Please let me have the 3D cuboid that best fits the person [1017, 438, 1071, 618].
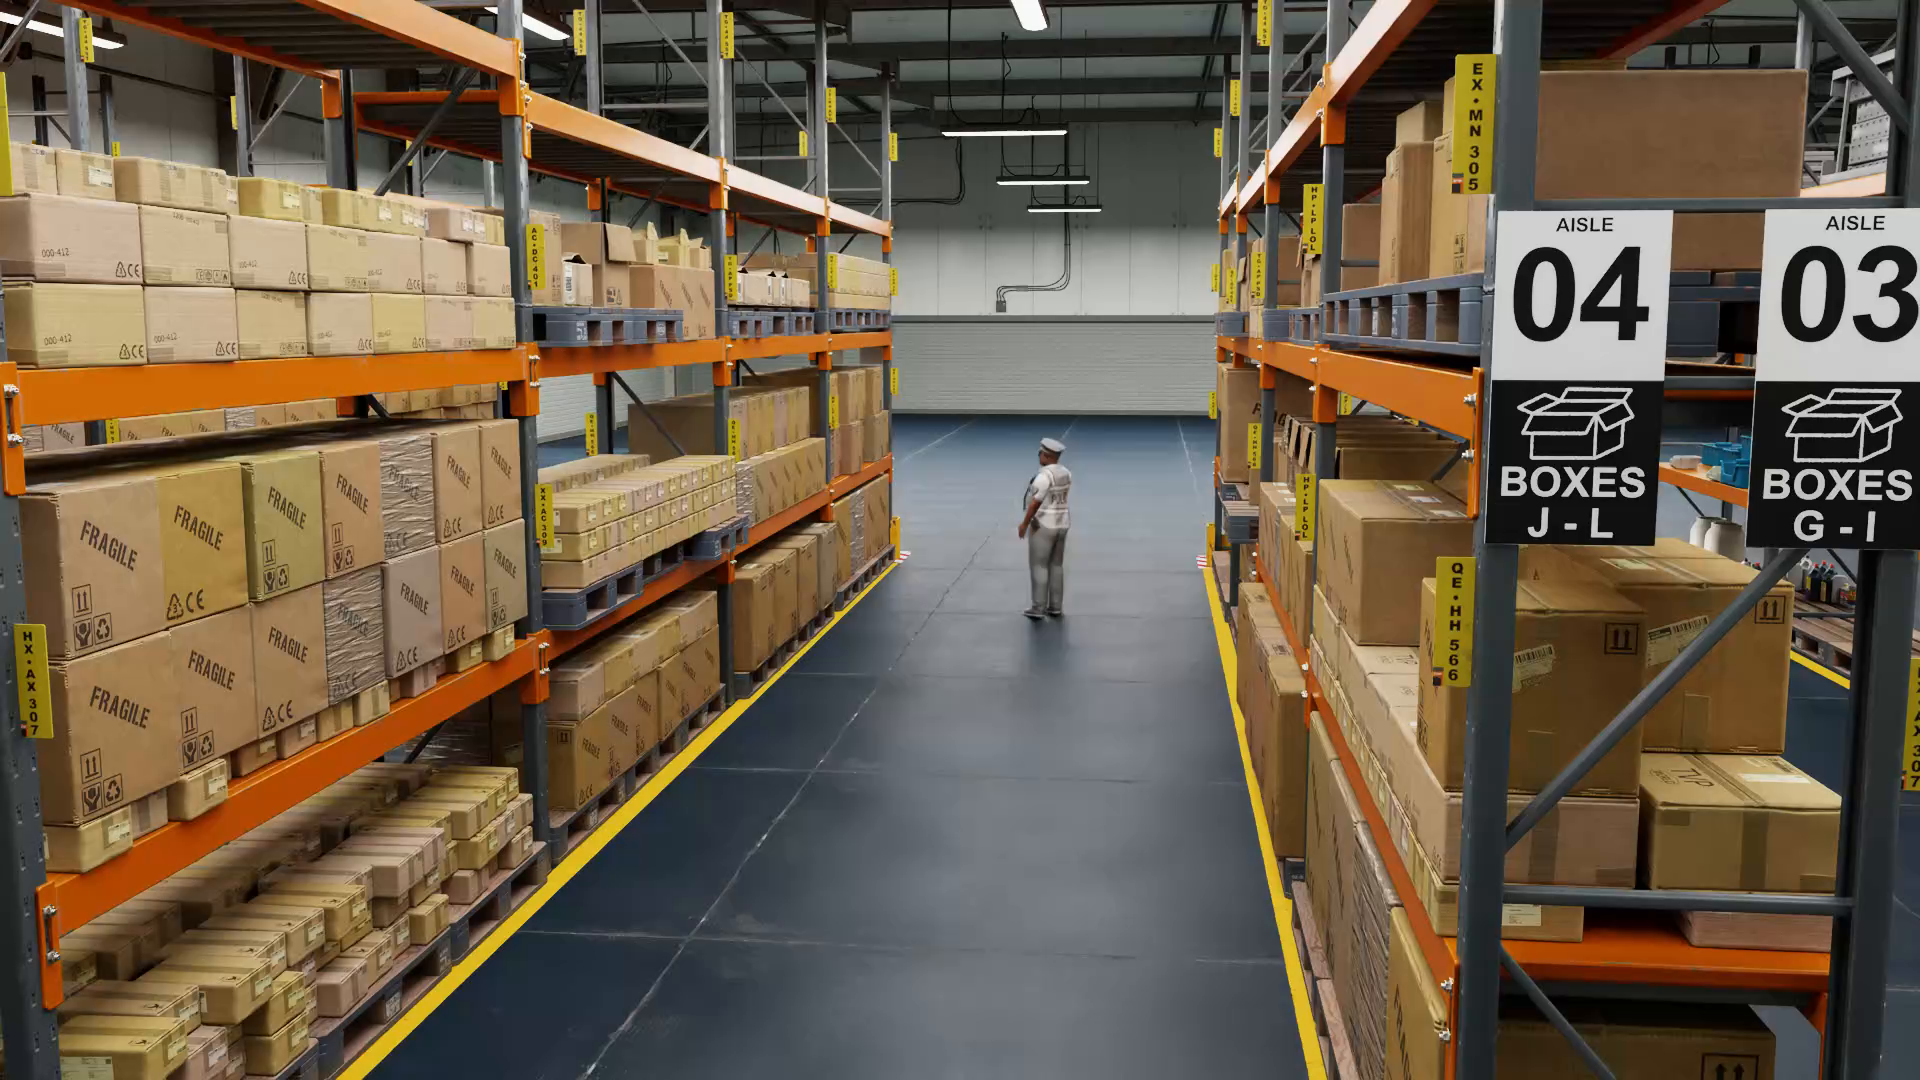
[{"bbox_3d":[0.852,-0.125,16.506,0.472,1.789,0.604,5,9,35],"label":"person"}]
